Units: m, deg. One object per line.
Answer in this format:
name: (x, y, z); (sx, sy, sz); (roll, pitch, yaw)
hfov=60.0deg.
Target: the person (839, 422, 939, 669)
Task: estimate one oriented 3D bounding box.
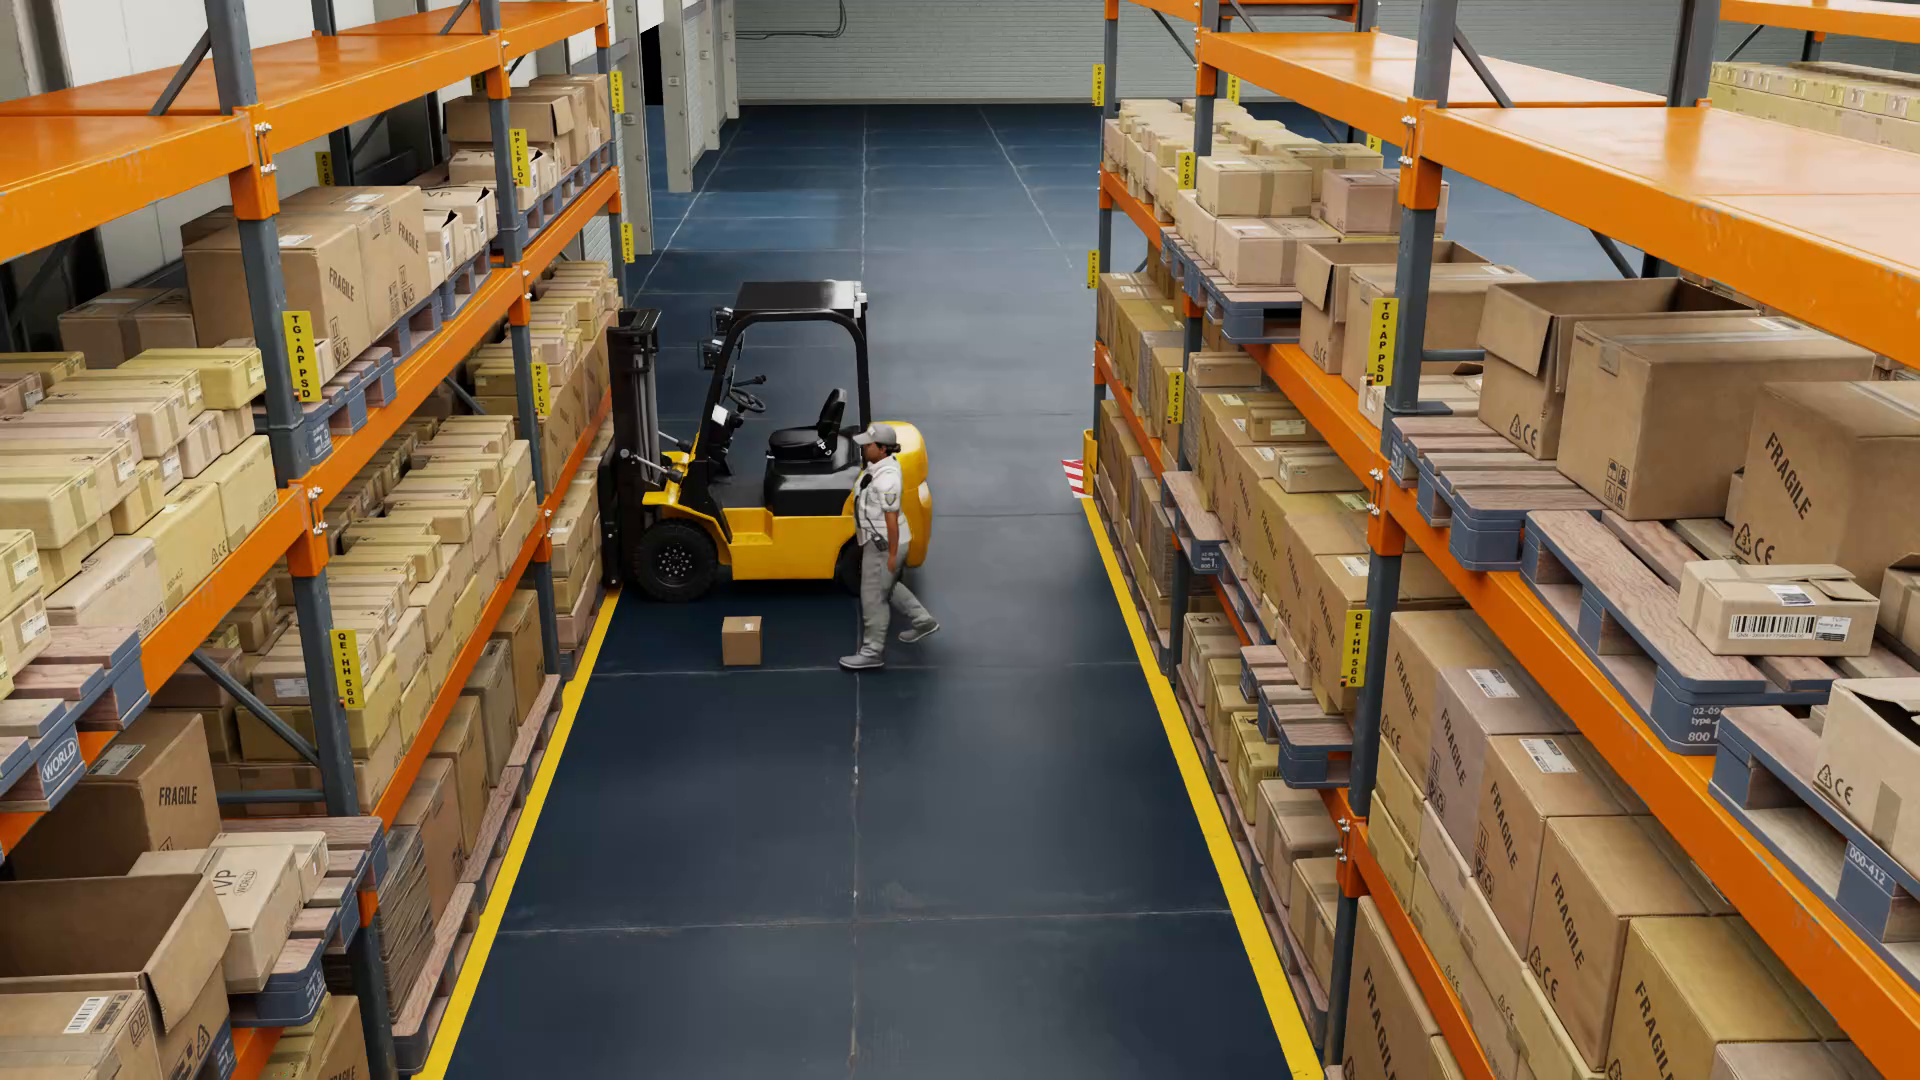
person: (-0.474, 0.018, 11.007); (0.700, 1.655, 0.484); (-2, 21, -6)
